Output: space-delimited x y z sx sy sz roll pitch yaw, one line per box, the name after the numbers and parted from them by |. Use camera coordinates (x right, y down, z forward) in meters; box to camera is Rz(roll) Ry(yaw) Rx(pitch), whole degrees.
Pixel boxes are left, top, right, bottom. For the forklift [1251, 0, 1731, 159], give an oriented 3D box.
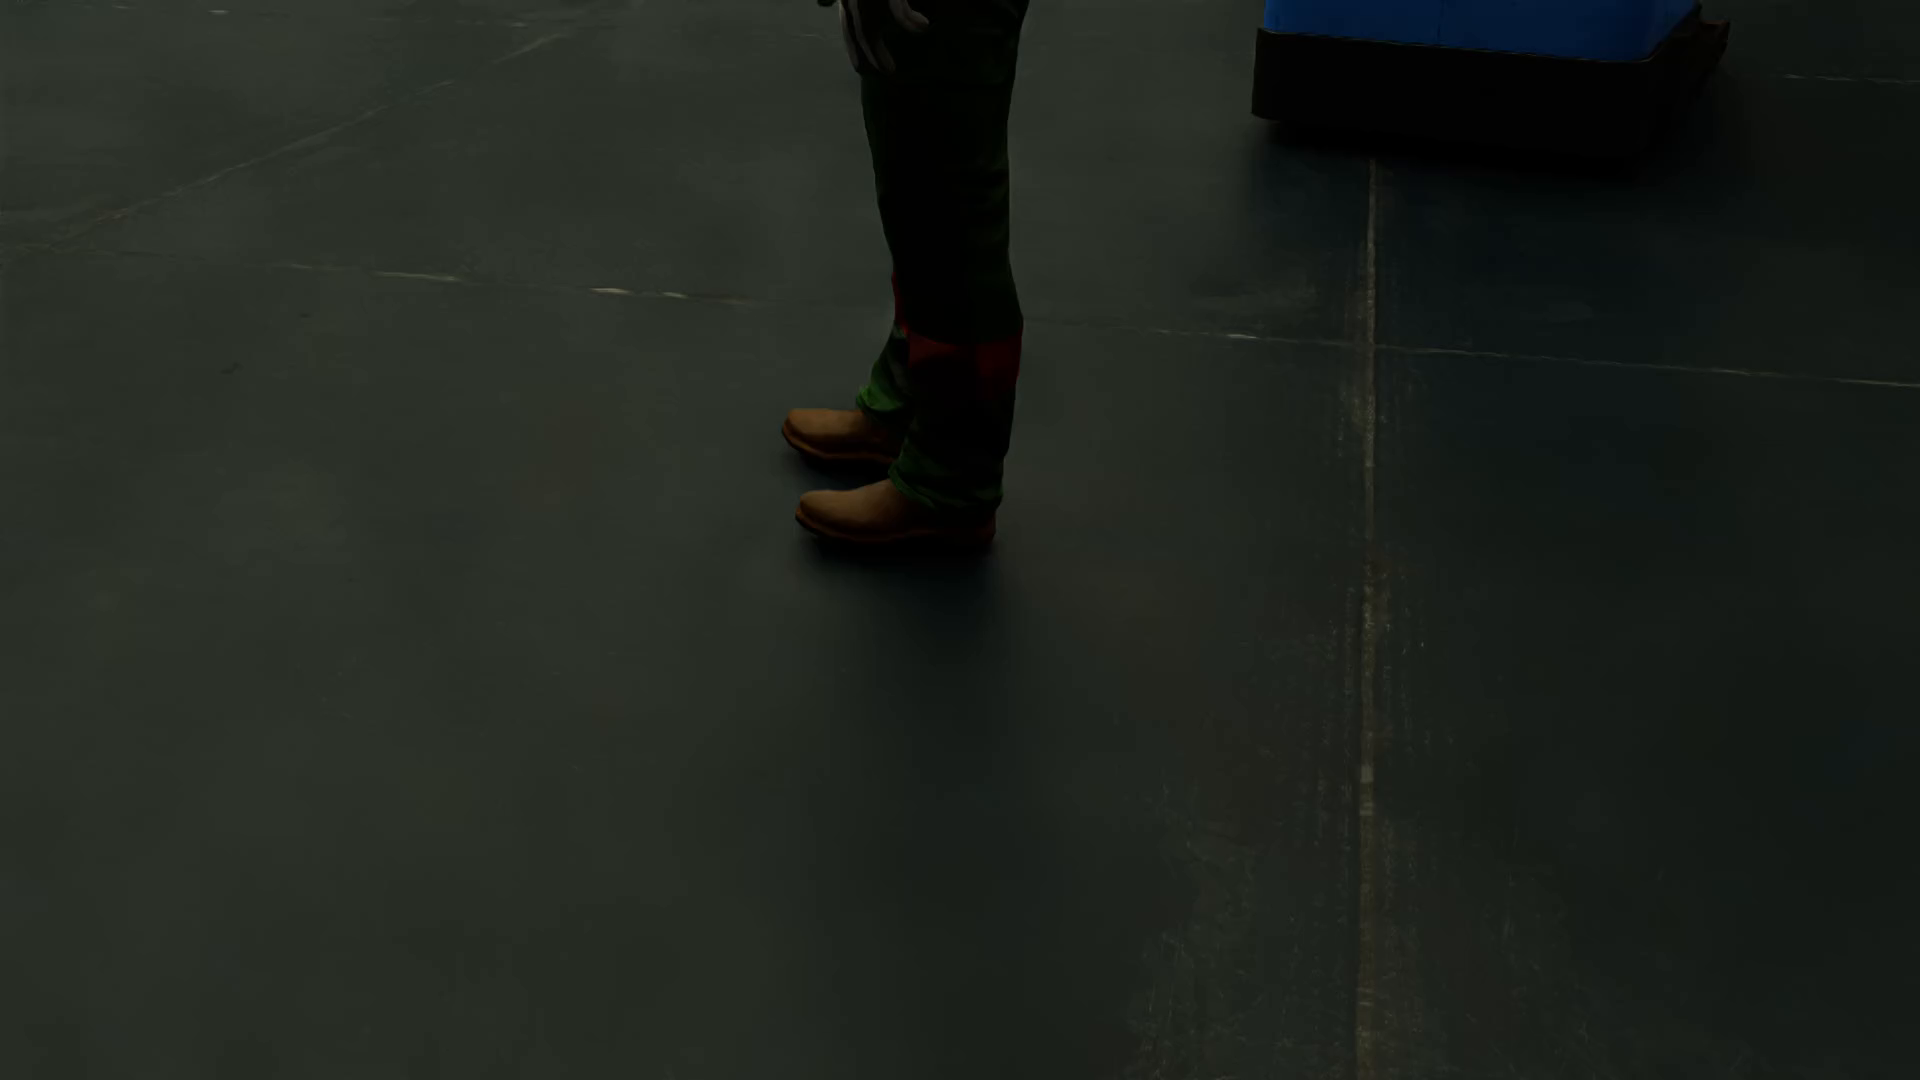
1.983 -2.933 5.059 1.130 2.935 3.031 14 30 25 | forklift

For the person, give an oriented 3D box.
-0.076 -0.818 2.119 0.563 1.787 0.637 6 27 11 | person
